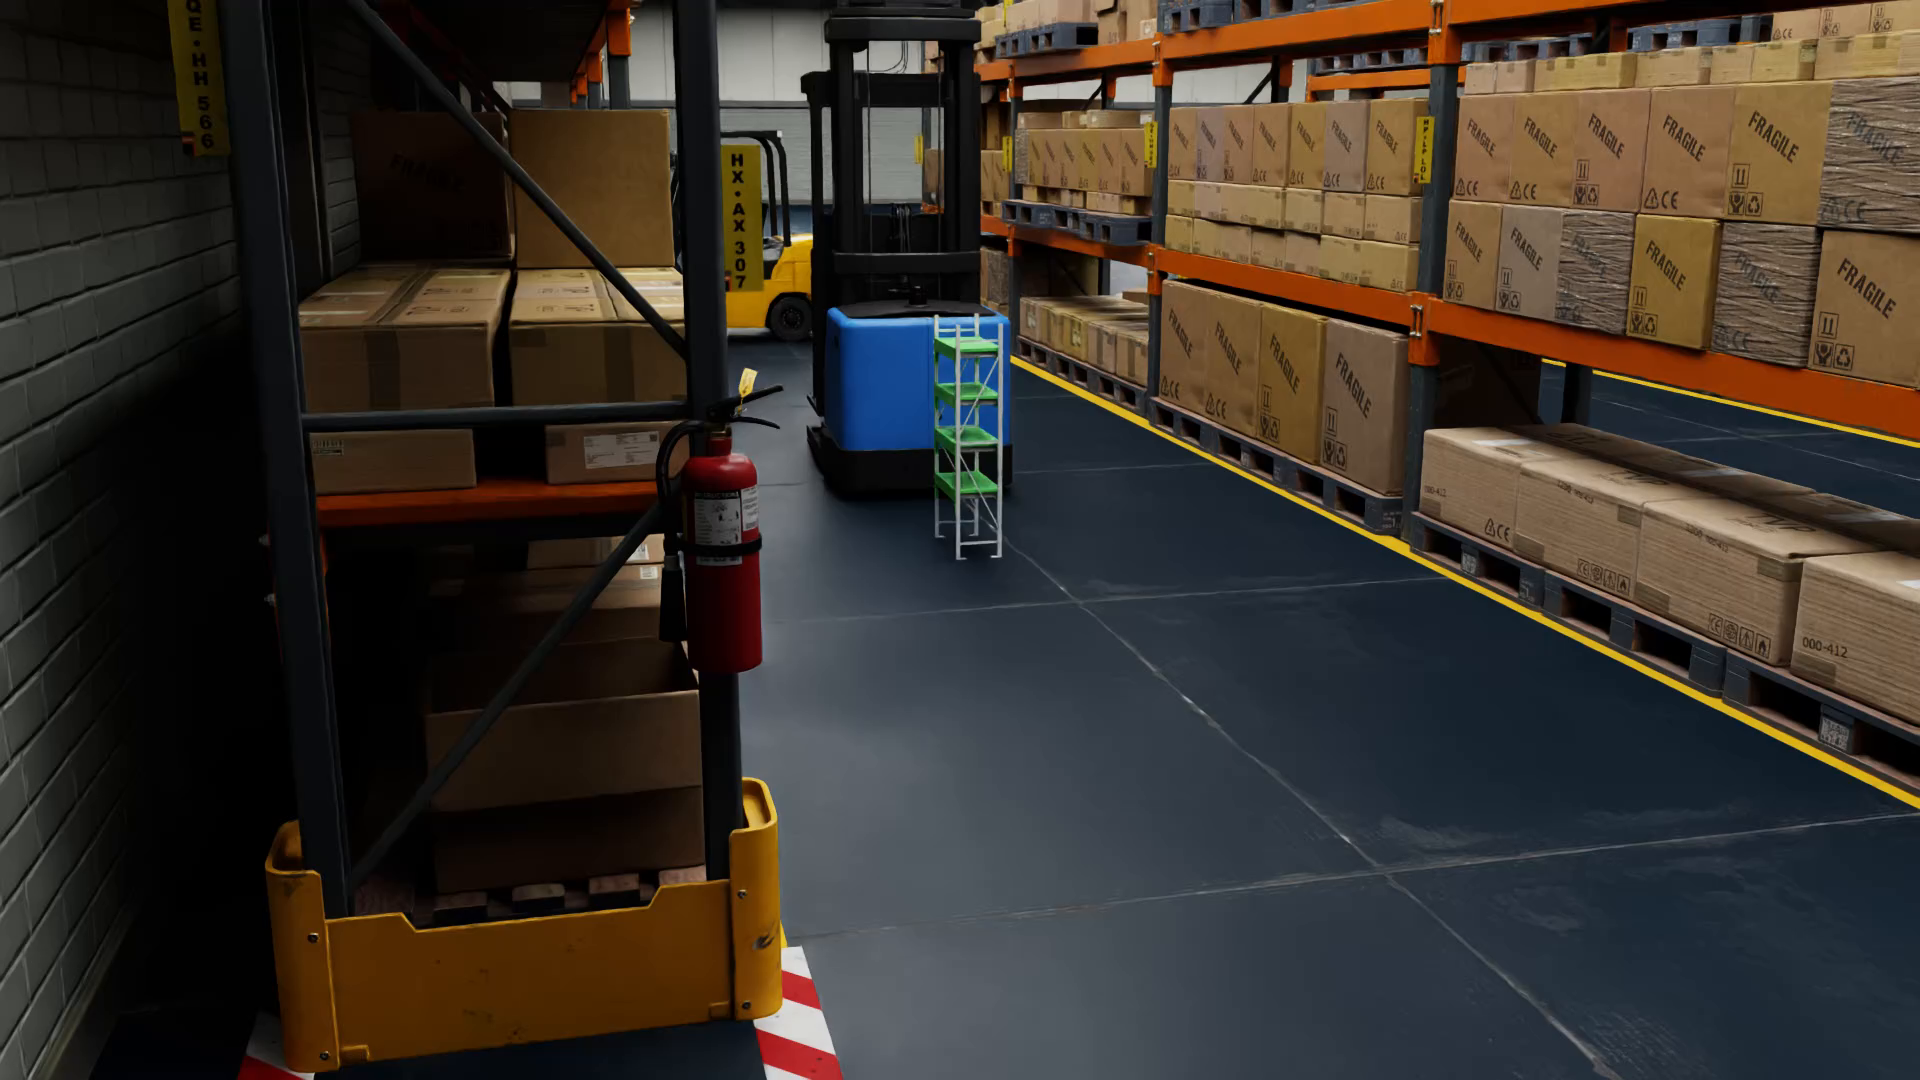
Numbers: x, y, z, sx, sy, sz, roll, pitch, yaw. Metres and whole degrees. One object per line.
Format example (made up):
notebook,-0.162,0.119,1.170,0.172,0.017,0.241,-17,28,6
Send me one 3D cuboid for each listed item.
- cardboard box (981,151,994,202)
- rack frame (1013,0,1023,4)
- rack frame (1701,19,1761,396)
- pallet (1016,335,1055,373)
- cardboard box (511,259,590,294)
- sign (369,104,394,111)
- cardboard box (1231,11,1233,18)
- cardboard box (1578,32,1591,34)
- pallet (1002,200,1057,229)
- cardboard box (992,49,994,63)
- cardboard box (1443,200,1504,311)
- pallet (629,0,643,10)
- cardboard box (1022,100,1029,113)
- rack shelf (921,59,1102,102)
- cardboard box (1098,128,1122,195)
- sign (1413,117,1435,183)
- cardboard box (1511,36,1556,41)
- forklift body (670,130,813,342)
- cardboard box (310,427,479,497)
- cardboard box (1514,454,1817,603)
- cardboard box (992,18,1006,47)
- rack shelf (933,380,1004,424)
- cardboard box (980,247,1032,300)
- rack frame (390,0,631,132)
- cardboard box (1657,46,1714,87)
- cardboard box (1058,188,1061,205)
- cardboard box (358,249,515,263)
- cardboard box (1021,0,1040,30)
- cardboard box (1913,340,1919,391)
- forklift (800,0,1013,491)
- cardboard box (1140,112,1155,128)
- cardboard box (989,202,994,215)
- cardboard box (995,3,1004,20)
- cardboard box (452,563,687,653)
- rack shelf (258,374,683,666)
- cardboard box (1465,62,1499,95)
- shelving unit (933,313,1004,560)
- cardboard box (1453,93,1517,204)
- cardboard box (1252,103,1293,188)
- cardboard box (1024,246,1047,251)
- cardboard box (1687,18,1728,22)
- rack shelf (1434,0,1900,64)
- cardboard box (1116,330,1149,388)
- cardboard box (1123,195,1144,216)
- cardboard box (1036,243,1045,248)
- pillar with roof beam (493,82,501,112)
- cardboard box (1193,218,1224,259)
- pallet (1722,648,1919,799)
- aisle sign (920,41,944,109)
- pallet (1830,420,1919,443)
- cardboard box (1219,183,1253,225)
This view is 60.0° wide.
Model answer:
cardboard box,0.510,-3.717,16.982,0.500,0.500,0.500,-3,14,-11
rack frame,0.984,-6.231,15.470,1.000,3.000,0.127,-3,14,-13
rack frame,6.711,-2.693,13.629,1.000,3.000,0.127,-3,14,-13
pallet,1.168,-1.782,15.778,1.003,0.211,1.213,-3,14,-13
cardboard box,-1.248,-0.812,5.619,0.500,0.250,0.500,-4,14,-15
sign,-2.500,-1.724,7.224,0.100,0.325,0.005,-3,14,-13
cardboard box,1.954,-3.927,12.642,0.396,0.266,0.258,-3,14,-13
cardboard box,6.275,-4.980,15.891,0.500,0.250,0.500,-3,14,-14
pallet,1.022,-3.039,15.450,1.003,0.211,1.213,-3,14,-13
cardboard box,0.542,-4.889,16.829,0.380,0.149,0.250,-4,14,-15
cardboard box,2.718,-1.397,8.113,0.500,0.500,0.500,-3,14,-11
pallet,-2.293,-2.953,8.768,1.213,0.211,1.003,-3,14,-13
cardboard box,0.992,-4.228,16.968,0.700,0.500,0.500,-3,14,-13
rack shelf,0.514,-4.886,17.800,1.077,0.370,4.000,-3,14,-13
cardboard box,1.414,-2.999,13.159,0.500,0.500,0.500,-4,14,-14
sign,2.337,-1.962,8.367,0.100,0.325,0.005,-3,14,-13
cardboard box,6.016,-5.306,17.440,0.380,0.149,0.250,-4,14,-14
forklift body,-2.561,-3.214,17.549,2.313,2.155,1.214,-3,14,-13
cardboard box,-1.361,-0.210,3.996,0.380,0.149,0.250,-3,14,-14
cardboard box,3.116,-0.073,7.419,0.875,0.438,0.875,-4,14,-15
cardboard box,0.618,-4.933,16.165,0.500,0.250,0.500,-3,14,-14
rack shelf,0.039,-0.716,8.587,0.258,0.148,0.480,-3,14,-13
cardboard box,0.463,-2.788,17.346,0.500,0.500,0.500,-3,14,-12
rack frame,-1.962,-1.193,7.492,1.000,3.000,0.127,-3,14,-13
cardboard box,3.024,-1.881,6.620,0.380,0.149,0.250,-3,14,-13
cardboard box,1.073,-3.015,14.593,0.380,0.149,0.250,-3,14,-13
cardboard box,-1.864,-0.901,5.985,0.500,0.250,0.500,-3,14,-12
cardboard box,0.851,-4.631,14.672,0.500,0.250,0.500,-3,14,-14
cardboard box,3.431,-0.693,5.234,0.500,0.500,0.500,-3,14,-13
forklift,-0.454,-2.017,11.007,1.130,2.935,3.031,-2,14,-10
cardboard box,1.573,-3.715,14.722,0.380,0.149,0.250,-4,14,-16
cardboard box,0.516,-3.431,17.182,0.380,0.149,0.250,-3,14,-14
cardboard box,0.561,-5.156,16.238,0.380,0.149,0.250,-4,14,-15
cardboard box,-1.237,0.394,5.377,0.700,0.500,0.500,-3,14,-11
rack shelf,-1.492,-0.383,5.689,1.077,0.370,4.000,-3,14,-13
cardboard box,2.684,-2.233,8.063,0.380,0.149,0.250,-3,14,-14
shelving unit,0.039,-0.545,8.628,0.258,1.200,0.503,-3,14,-13
cardboard box,2.739,-1.882,7.992,0.500,0.500,0.500,-3,14,-13
cardboard box,2.149,-2.450,10.317,0.500,0.500,0.500,-3,14,-12
cardboard box,0.970,-2.823,17.491,0.500,0.500,0.500,-3,14,-11
cardboard box,6.174,-4.584,14.141,0.500,0.311,0.500,-3,14,-13
rack shelf,3.332,-2.117,6.468,1.077,0.370,4.000,-3,14,-13
cardboard box,1.800,-1.452,13.202,0.950,0.372,0.625,-4,14,-17
cardboard box,1.484,-2.596,12.877,0.380,0.149,0.250,-3,14,-12
cardboard box,1.014,-3.166,17.527,0.380,0.149,0.250,-3,14,-11
pillar with roof beam,-5.535,-11.058,35.226,9.100,9.000,0.400,-3,14,-13
cardboard box,1.931,-2.076,11.422,0.500,0.250,0.500,-4,14,-15
pallet,3.538,0.626,5.919,1.003,0.211,1.213,-3,14,-13
aisle sign,-0.272,-5.499,19.638,0.394,0.787,0.004,-3,14,-13
pallet,7.176,-0.877,12.072,1.003,0.211,1.213,-3,14,-13
cardboard box,2.027,-2.198,10.867,0.500,0.250,0.500,-3,14,-13
